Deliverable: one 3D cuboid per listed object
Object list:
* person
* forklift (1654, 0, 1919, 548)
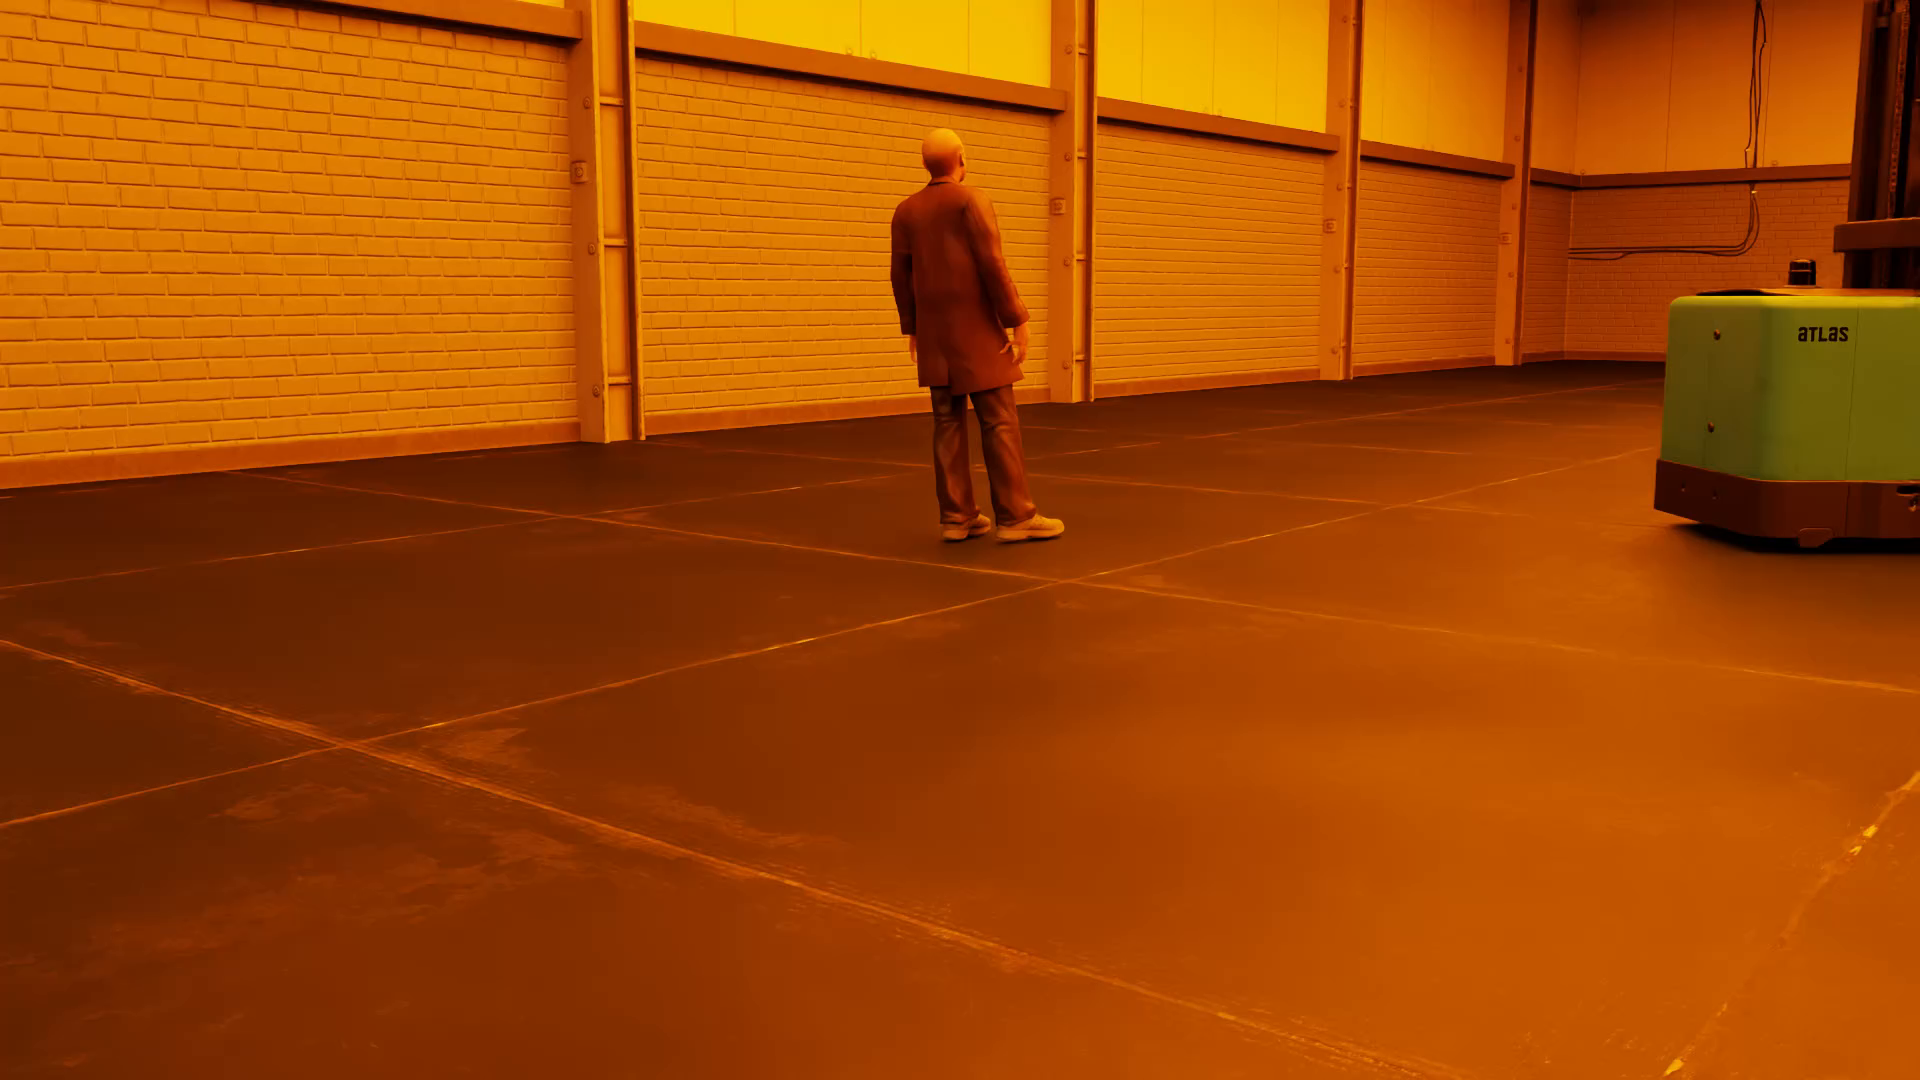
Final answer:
[{"bbox_3d":[0.061,-0.897,7.344,0.698,1.777,0.579,7,11,38],"label":"person"},{"bbox_3d":[4.828,-1.469,7.320,3.031,2.935,1.130,0,8,-2],"label":"forklift"}]
